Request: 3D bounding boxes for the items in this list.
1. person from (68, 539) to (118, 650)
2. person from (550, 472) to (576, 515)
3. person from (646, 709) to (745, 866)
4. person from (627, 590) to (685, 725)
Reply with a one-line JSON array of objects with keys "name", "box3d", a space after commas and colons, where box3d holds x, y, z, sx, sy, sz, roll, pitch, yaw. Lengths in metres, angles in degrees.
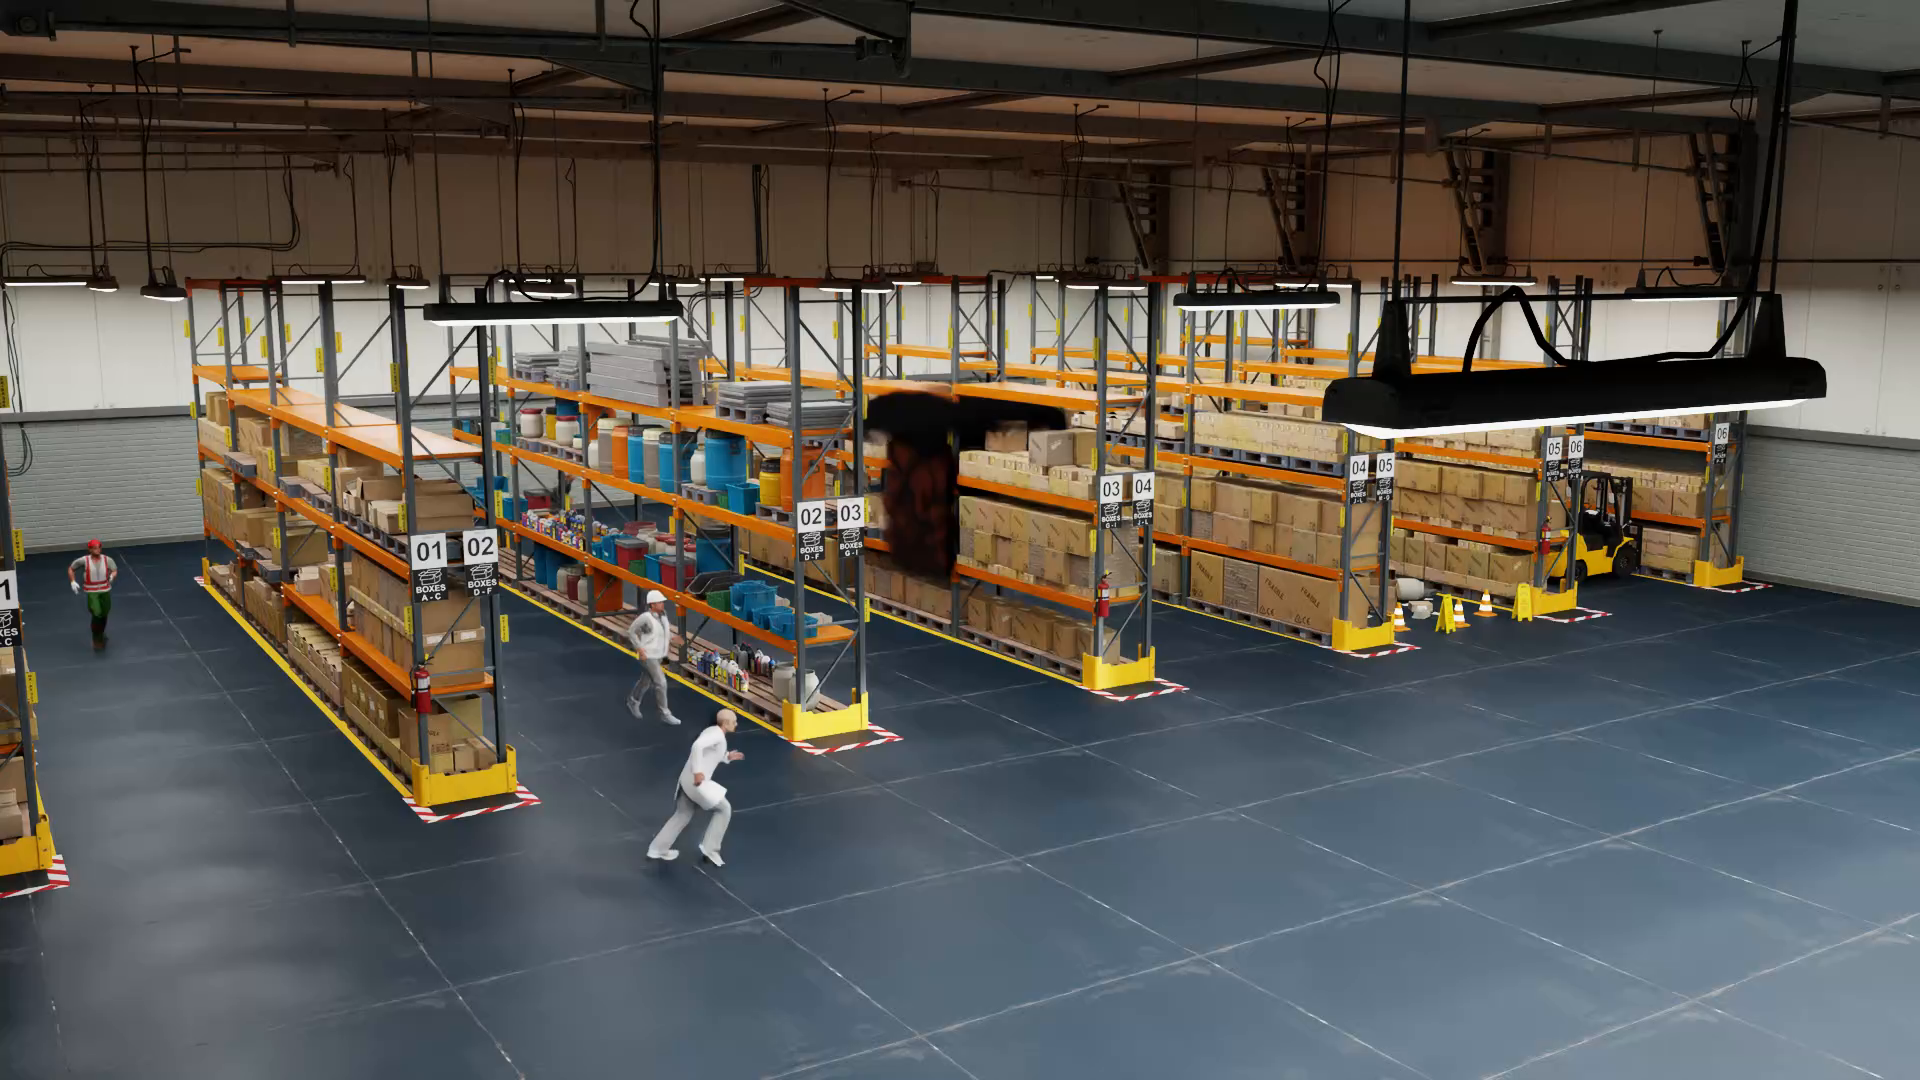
[{"name": "person", "box3d": [-14.218, 0.901, 27.389, 0.689, 1.856, 0.754, -9, 13, -43]}, {"name": "person", "box3d": [-9.305, -0.849, 38.424, 0.907, 1.546, 0.672, 0, 10, -2]}, {"name": "person", "box3d": [-2.773, 2.643, 17.459, 1.065, 1.723, 0.756, -2, 10, -13]}, {"name": "person", "box3d": [-4.100, 1.544, 22.043, 0.914, 1.797, 0.637, 4, 10, 23]}]
